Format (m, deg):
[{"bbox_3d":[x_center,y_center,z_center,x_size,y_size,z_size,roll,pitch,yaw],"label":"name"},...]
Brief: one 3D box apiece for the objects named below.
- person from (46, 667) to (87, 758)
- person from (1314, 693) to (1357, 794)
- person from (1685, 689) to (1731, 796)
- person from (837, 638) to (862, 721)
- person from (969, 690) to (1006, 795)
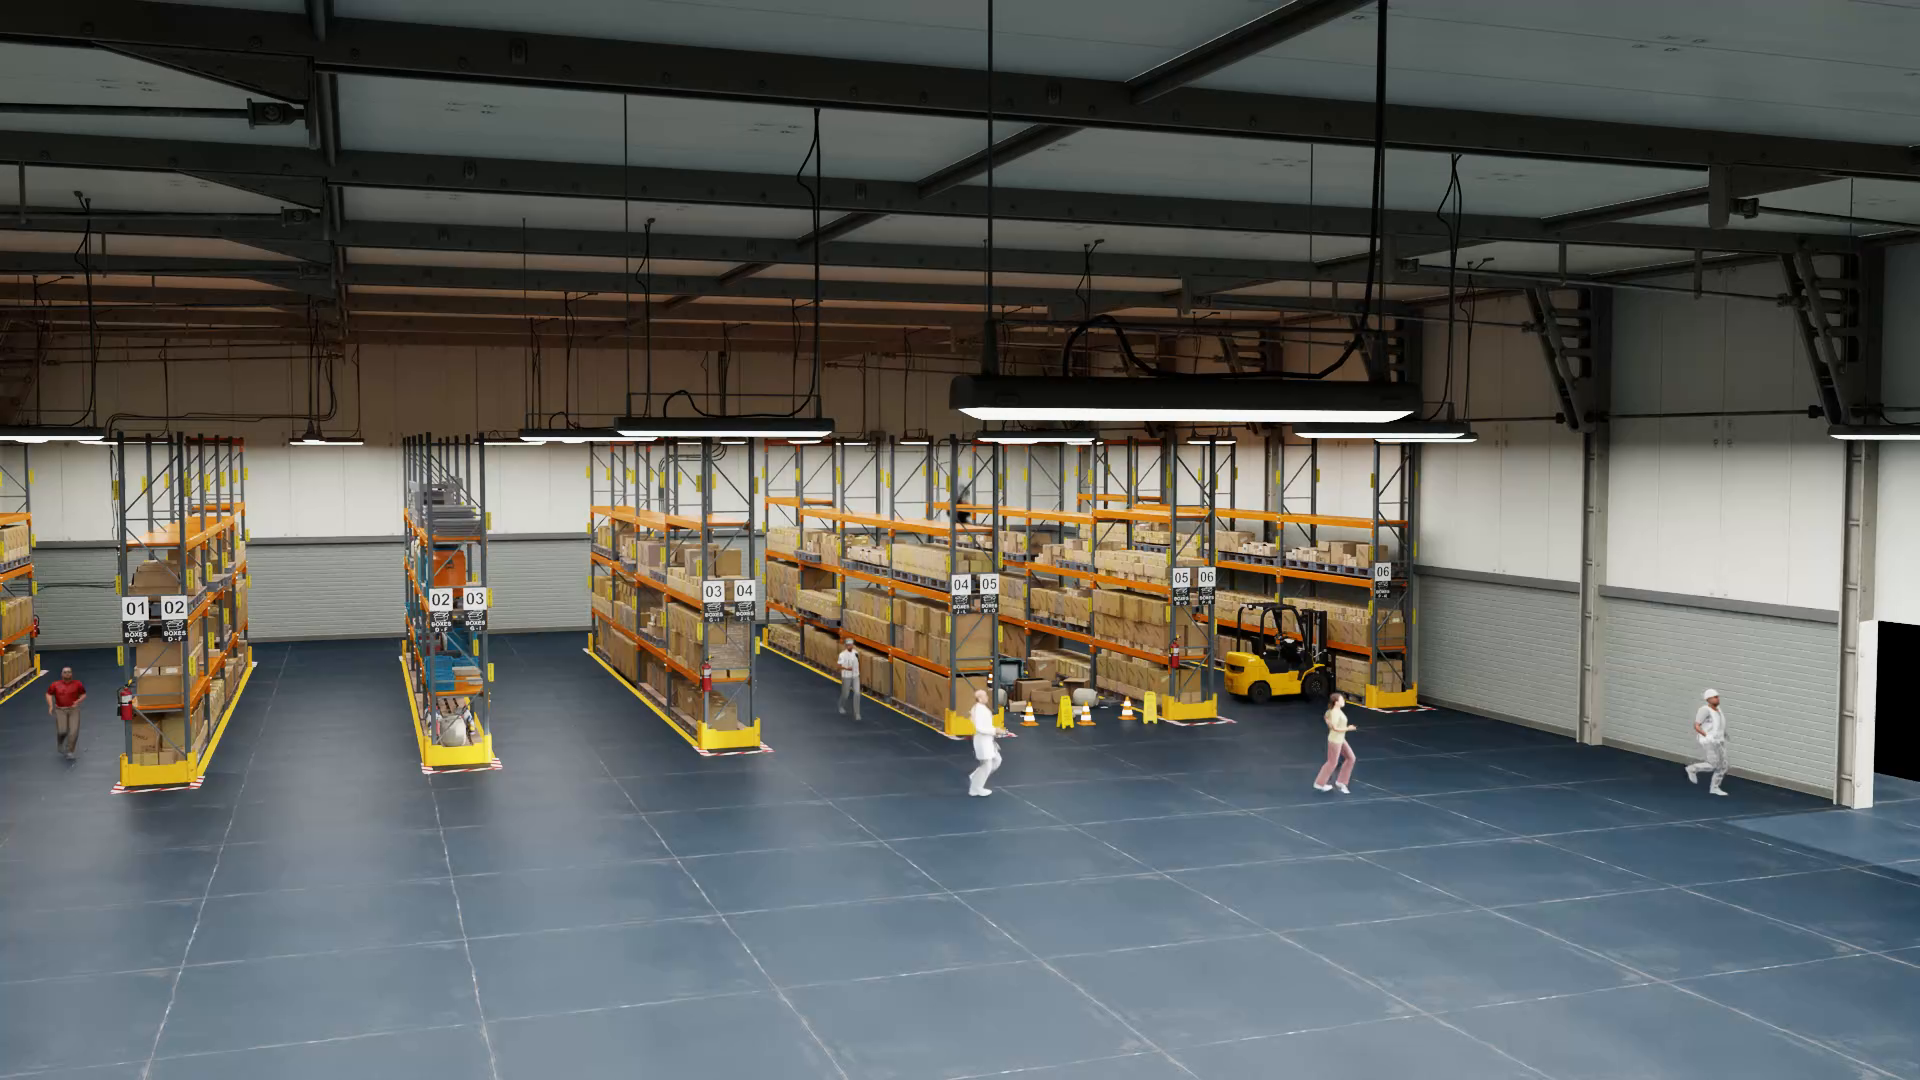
[{"bbox_3d":[-16.438,3.205,30.625,0.657,1.644,0.590,-2,4,-32],"label":"person"},{"bbox_3d":[6.210,3.371,27.477,0.711,1.710,0.556,1,3,21],"label":"person"},{"bbox_3d":[12.401,3.330,27.508,0.683,1.743,0.689,-2,4,-37],"label":"person"},{"bbox_3d":[-2.332,2.925,35.199,0.587,1.729,0.864,-1,3,-25],"label":"person"},{"bbox_3d":[0.451,3.326,27.331,0.634,1.733,0.698,0,3,7],"label":"person"}]
